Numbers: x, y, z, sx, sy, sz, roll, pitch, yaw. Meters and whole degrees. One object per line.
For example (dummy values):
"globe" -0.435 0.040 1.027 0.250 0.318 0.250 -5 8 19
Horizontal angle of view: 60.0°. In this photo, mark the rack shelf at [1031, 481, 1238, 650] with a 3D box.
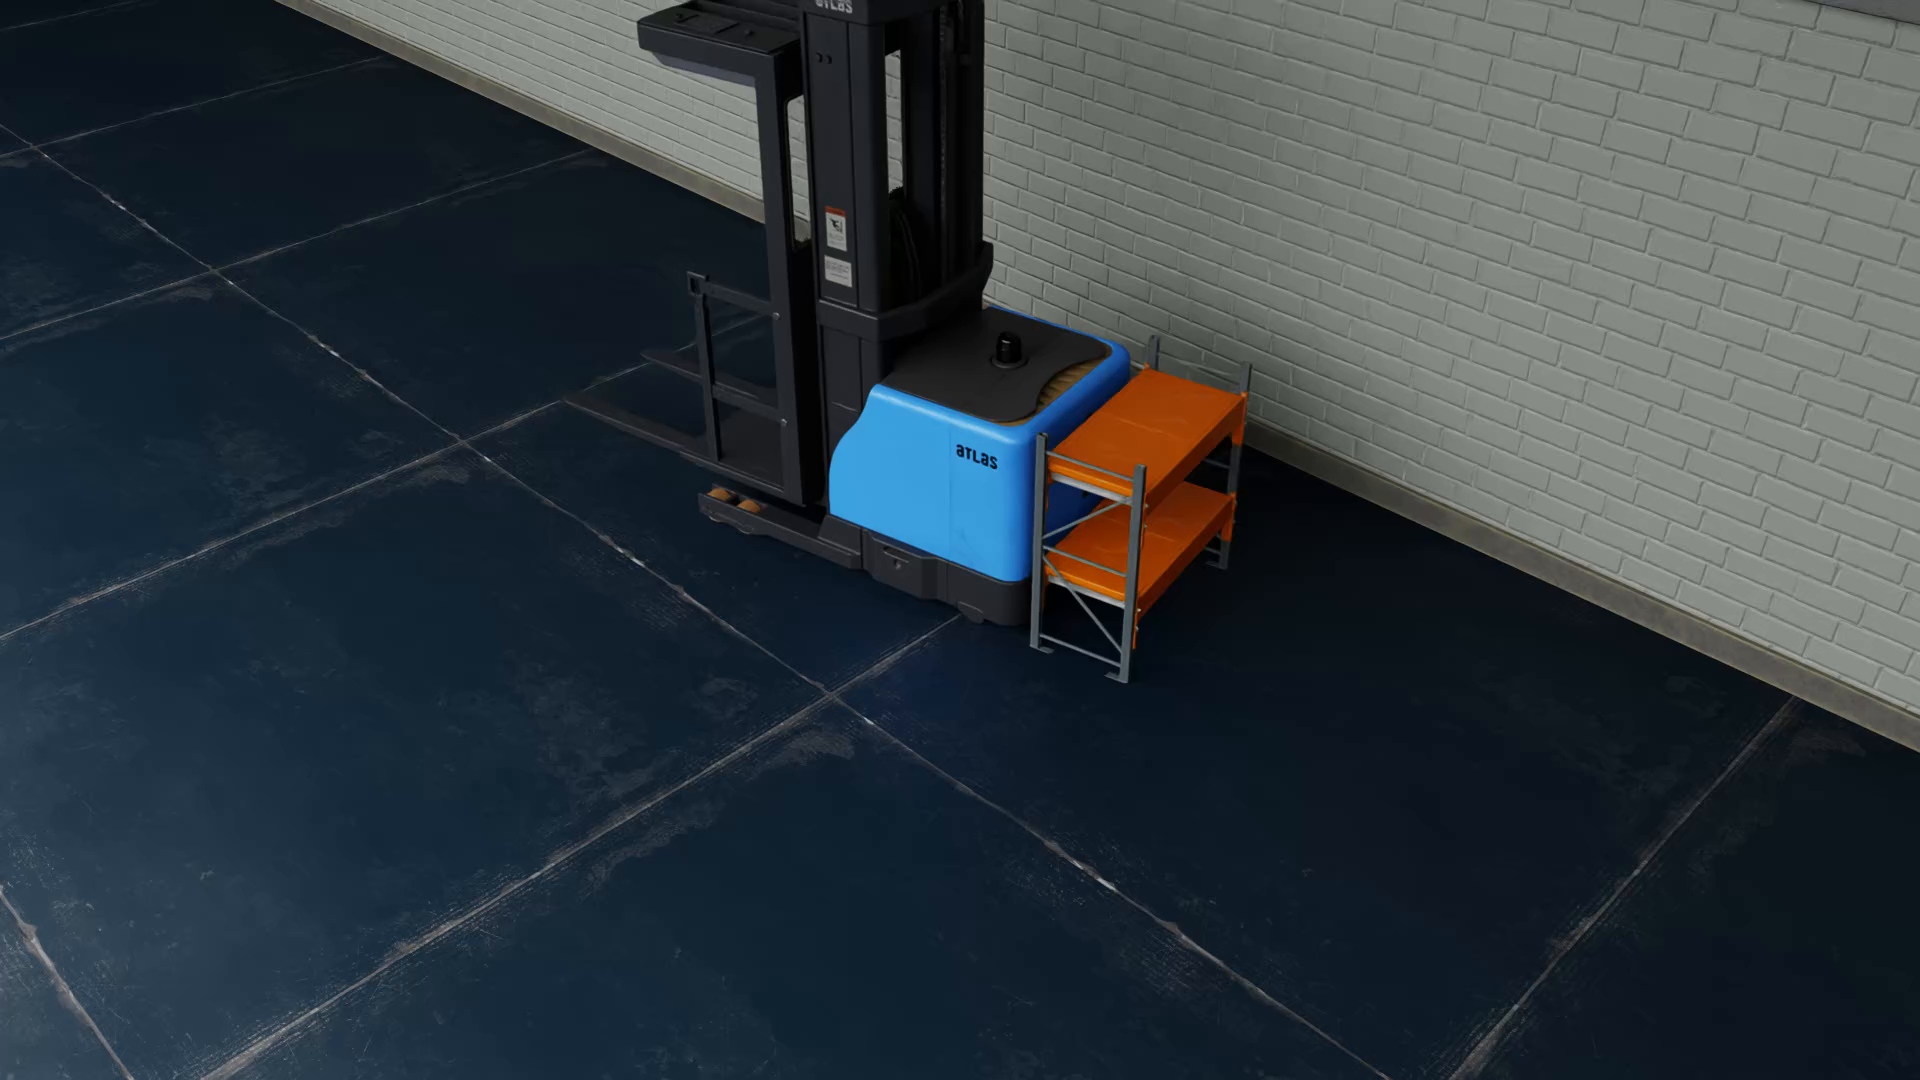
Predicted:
"rack shelf" 0.811 0.048 7.625 0.538 0.278 1.000 20 40 26

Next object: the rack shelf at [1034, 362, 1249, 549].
"rack shelf" 0.811 -0.392 7.318 0.538 0.278 1.000 20 40 26

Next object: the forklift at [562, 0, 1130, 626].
"forklift" -0.706 -1.460 7.781 3.031 2.935 1.130 21 40 27

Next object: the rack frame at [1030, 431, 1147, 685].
"rack frame" 0.537 0.092 7.134 0.500 1.125 0.032 20 40 26

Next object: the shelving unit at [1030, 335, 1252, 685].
"shelving unit" 0.811 -0.152 7.485 0.538 1.125 1.048 20 40 26

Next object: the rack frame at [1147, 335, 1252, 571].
"rack frame" 1.085 -0.397 7.836 0.500 1.125 0.032 20 40 26
